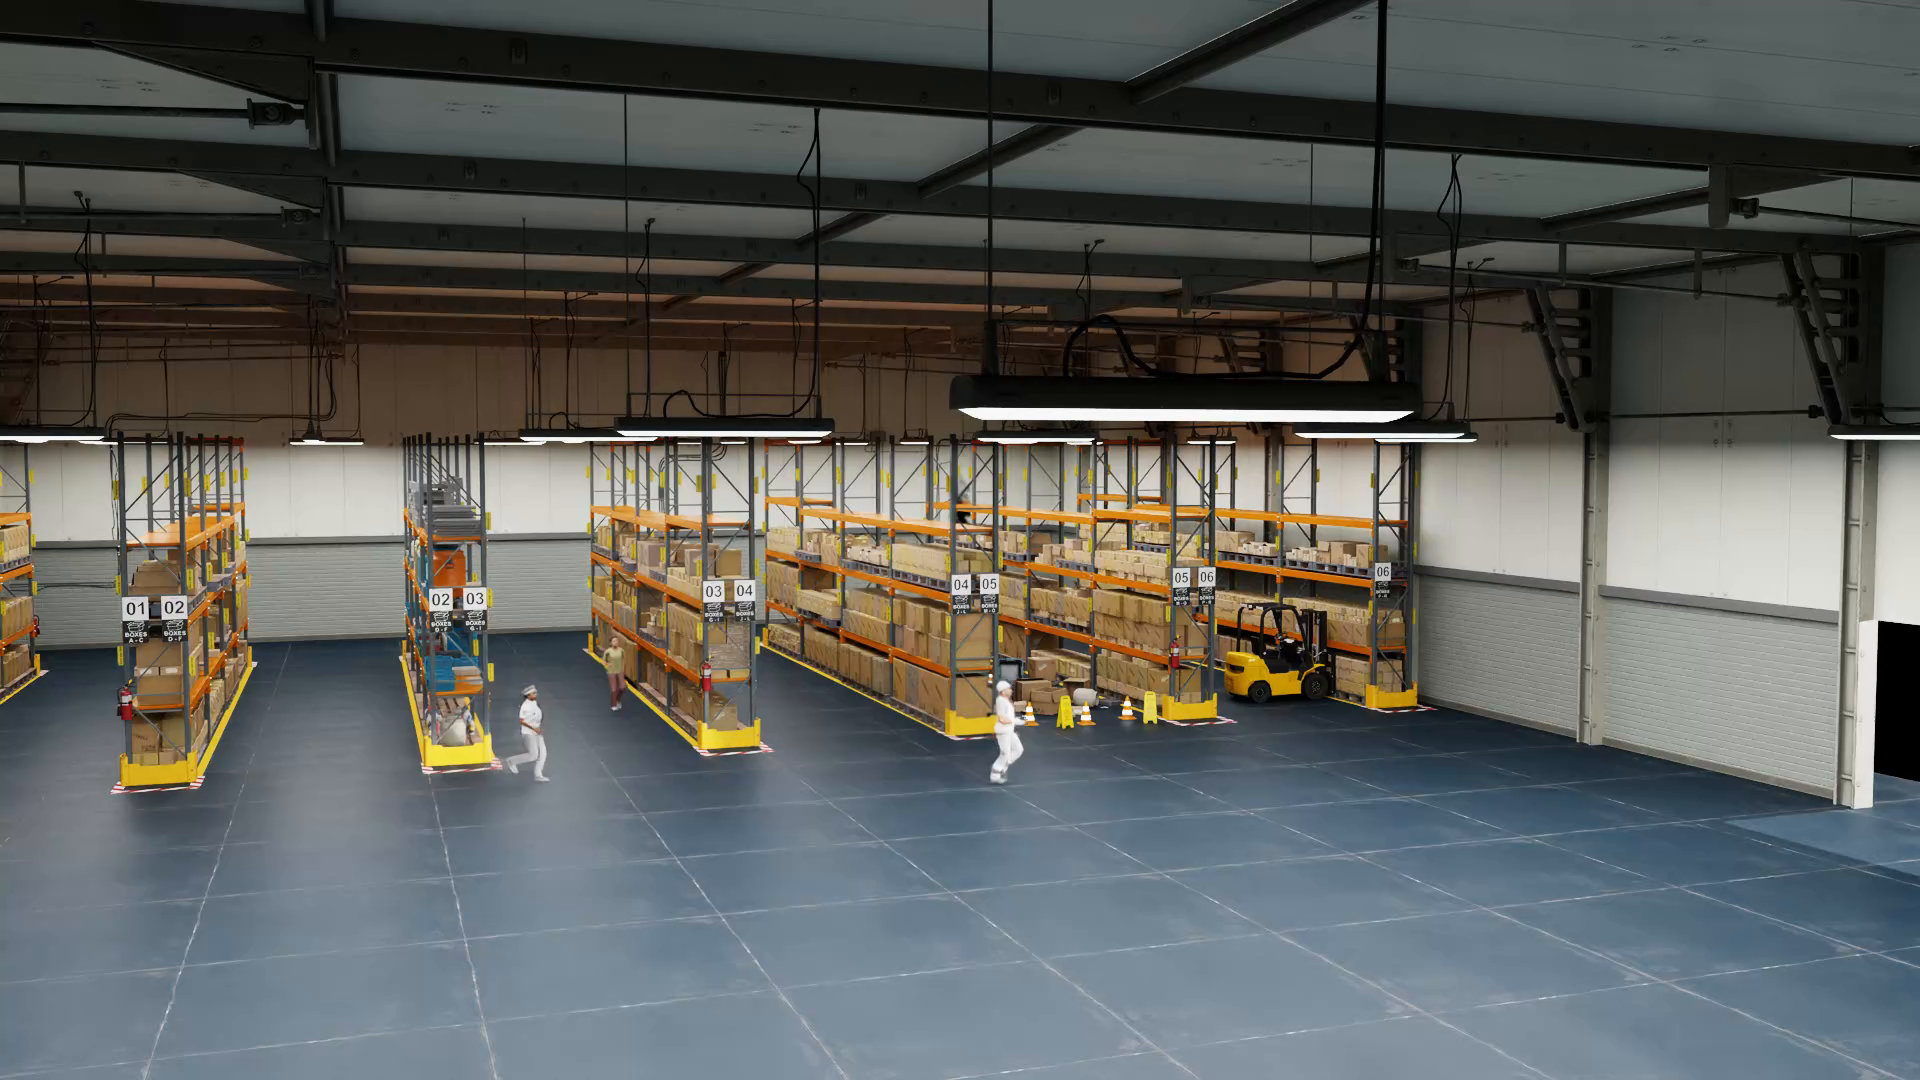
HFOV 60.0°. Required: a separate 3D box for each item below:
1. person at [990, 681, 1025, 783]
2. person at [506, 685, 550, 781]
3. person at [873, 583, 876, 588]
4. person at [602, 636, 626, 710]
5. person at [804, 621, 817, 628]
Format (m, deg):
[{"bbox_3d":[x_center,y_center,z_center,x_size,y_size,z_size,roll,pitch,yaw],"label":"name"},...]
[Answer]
[{"bbox_3d":[0.823,3.267,28.249,0.632,1.753,0.611,1,3,13],"label":"person"},{"bbox_3d":[-7.416,3.317,28.587,0.721,1.676,0.580,0,3,5],"label":"person"},{"bbox_3d":[-2.435,2.073,50.820,0.778,1.704,0.635,-1,3,-15],"label":"person"},{"bbox_3d":[-7.470,2.897,36.102,0.554,1.628,0.551,-2,4,-26],"label":"person"},{"bbox_3d":[-4.677,2.067,50.004,1.008,1.781,0.669,-1,3,-14],"label":"person"}]
